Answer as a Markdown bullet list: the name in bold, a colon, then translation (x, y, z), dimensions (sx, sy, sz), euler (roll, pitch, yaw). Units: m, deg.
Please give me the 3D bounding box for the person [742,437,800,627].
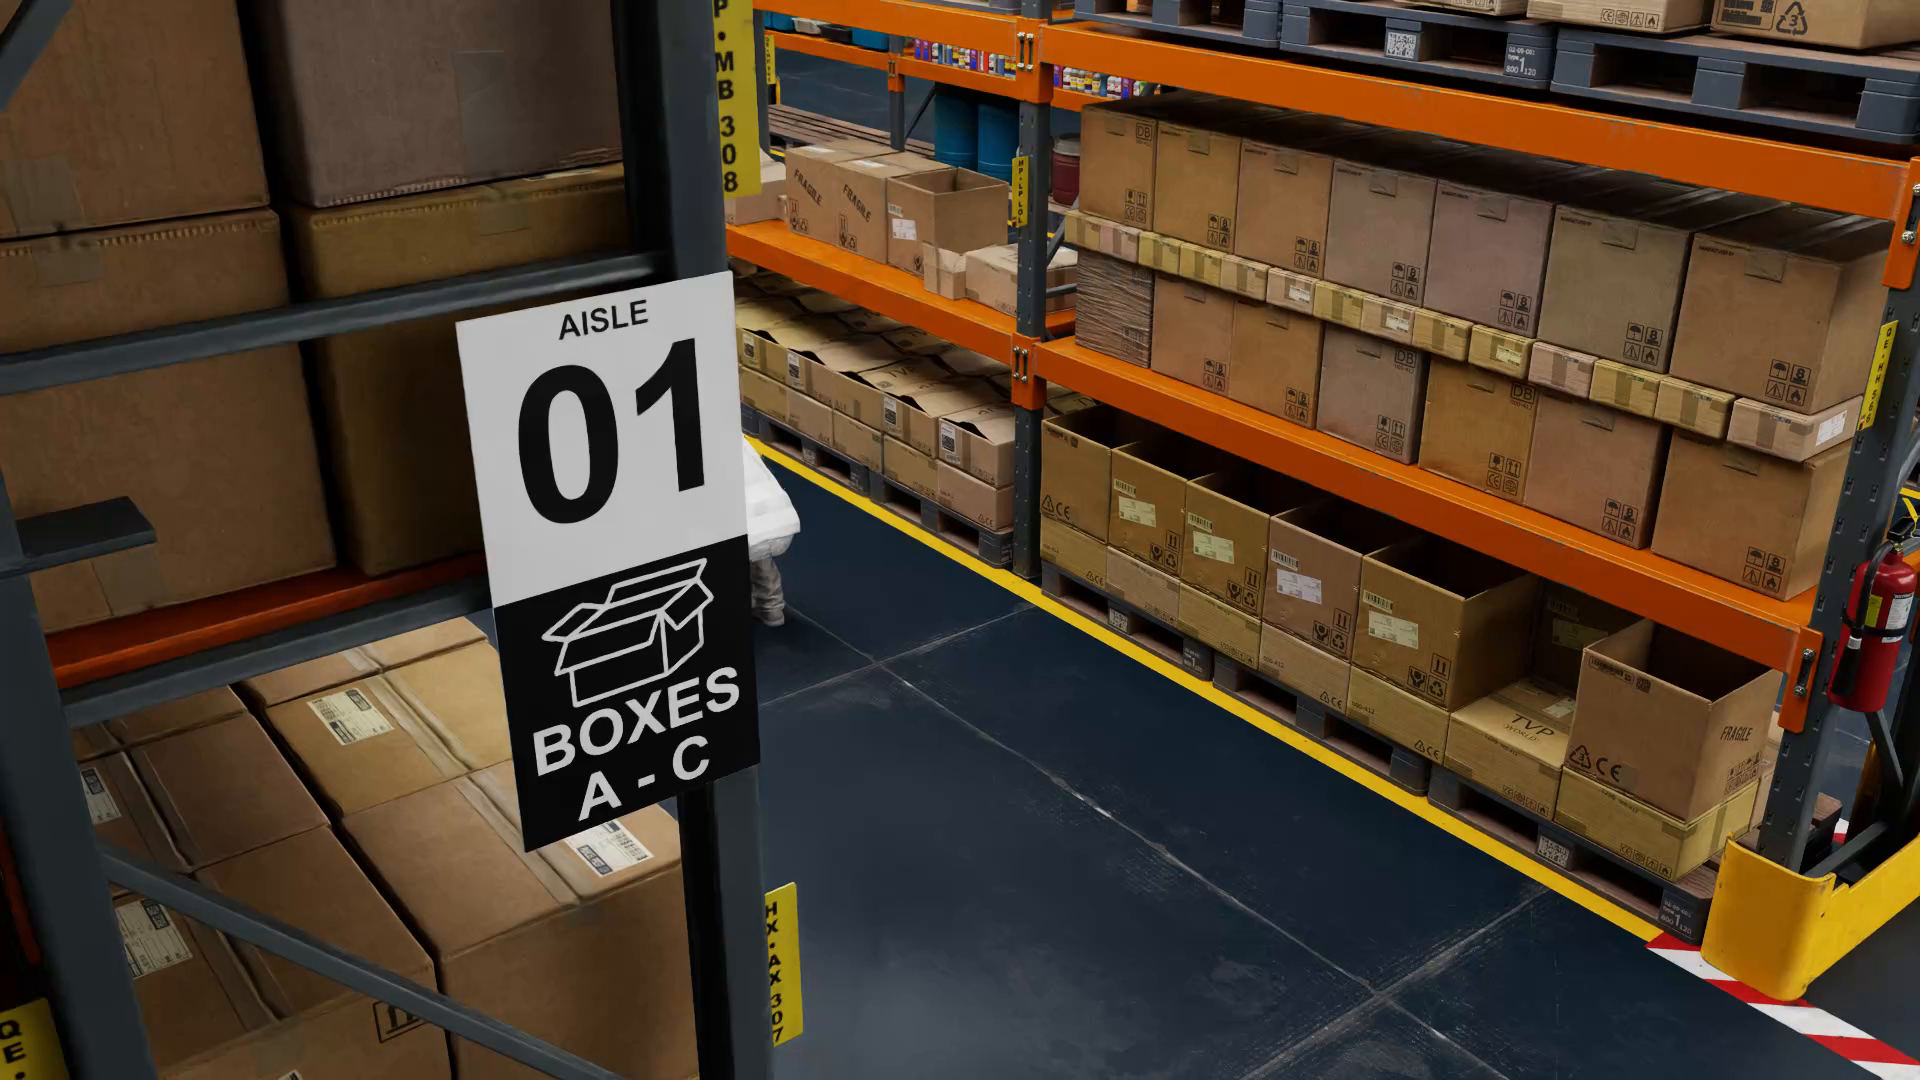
- **person**: translation (-1.181, -0.079, 8.099), dimensions (0.584, 1.038, 0.895), euler (-18, 30, -34)
